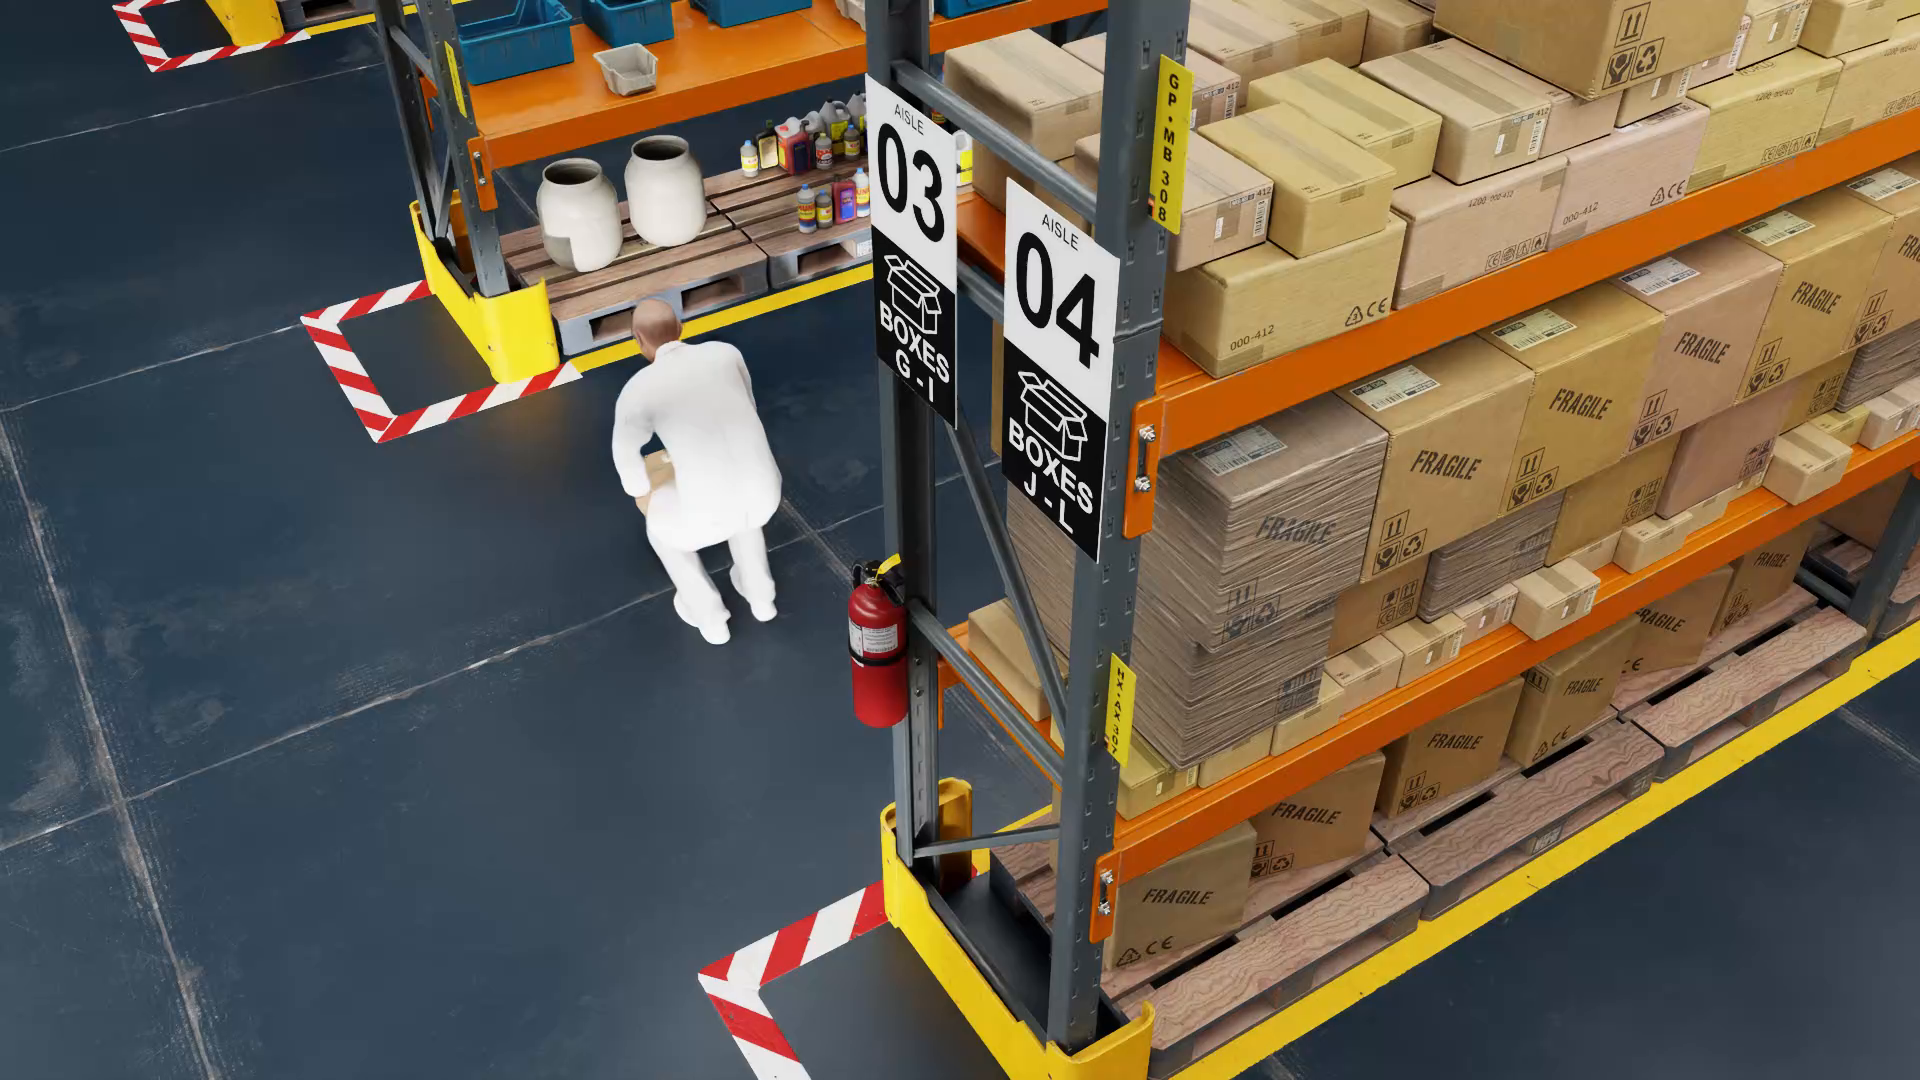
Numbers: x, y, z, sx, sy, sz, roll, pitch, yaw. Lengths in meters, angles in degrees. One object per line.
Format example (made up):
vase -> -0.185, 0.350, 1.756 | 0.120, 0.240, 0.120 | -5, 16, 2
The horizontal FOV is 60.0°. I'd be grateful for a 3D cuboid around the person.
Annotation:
person -> -1.049, -0.244, 6.734 | 0.630, 1.425, 0.718 | -22, 45, -24
